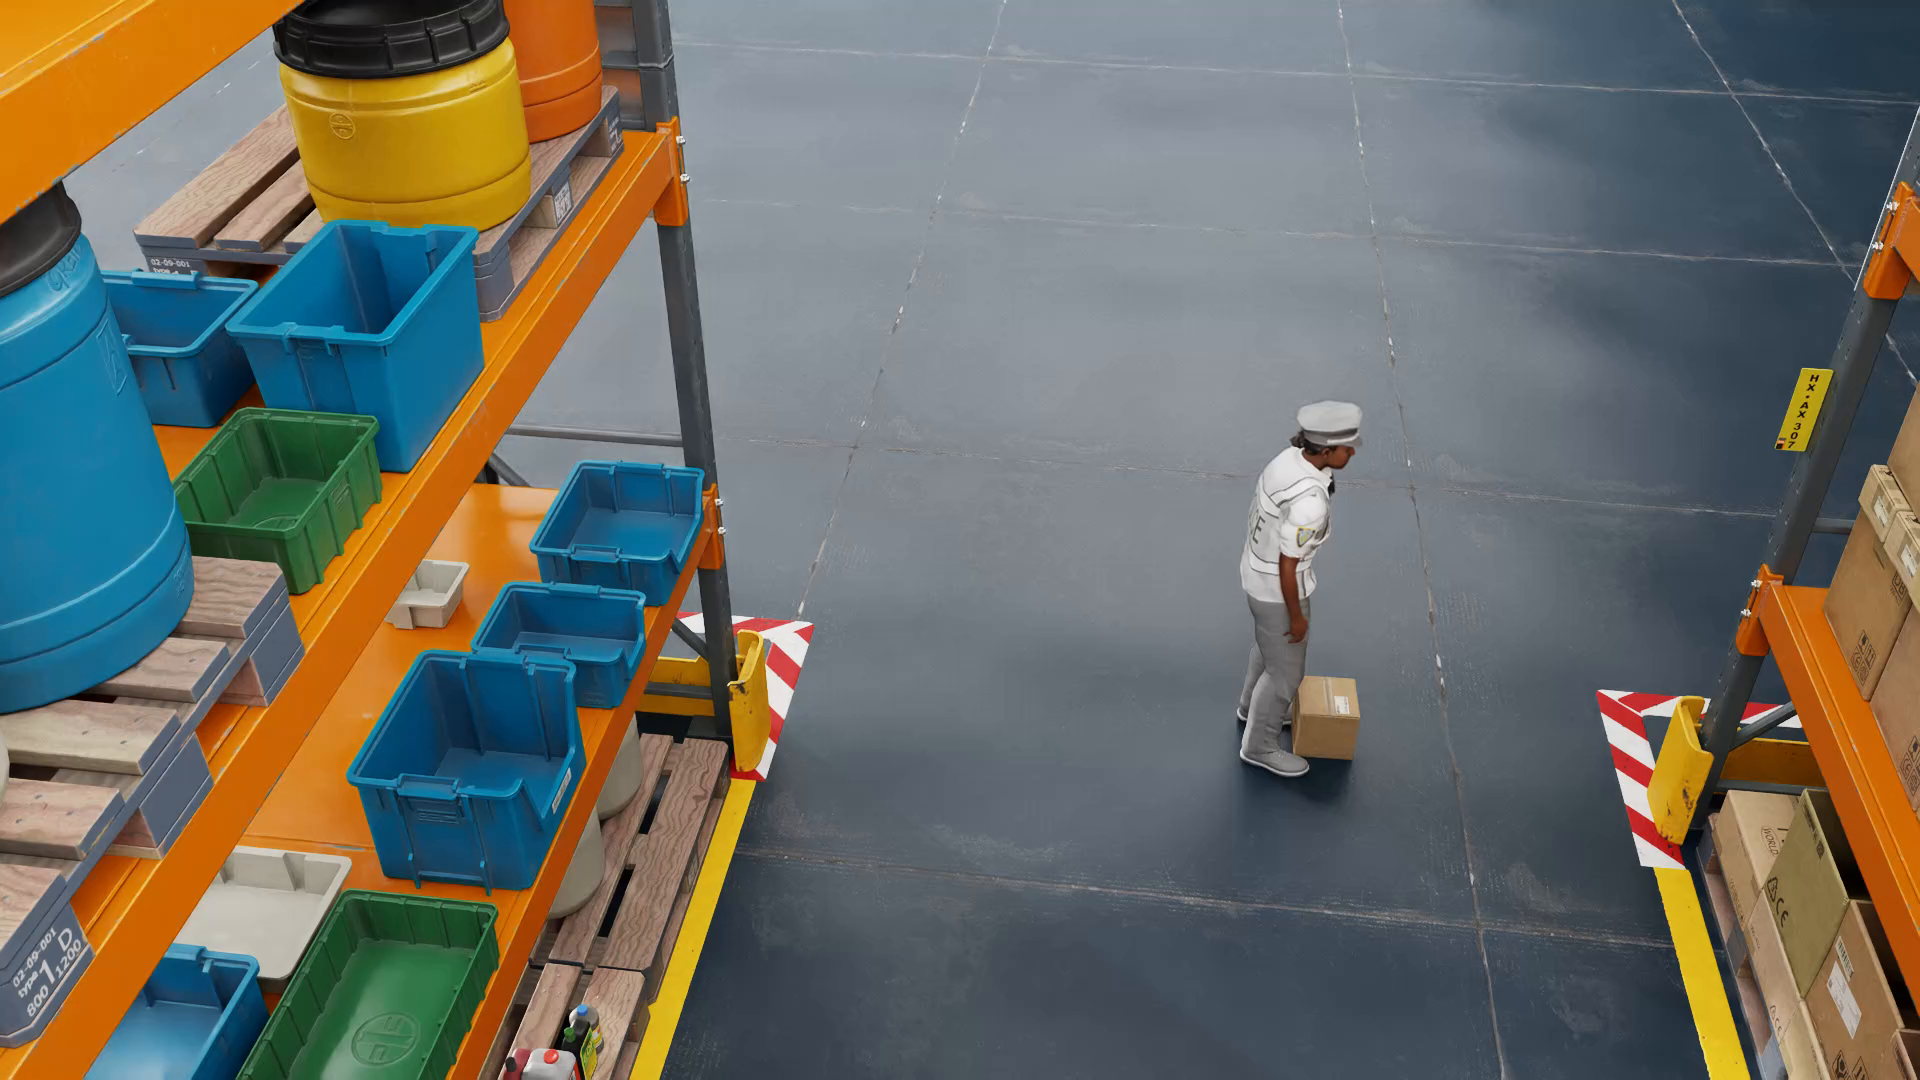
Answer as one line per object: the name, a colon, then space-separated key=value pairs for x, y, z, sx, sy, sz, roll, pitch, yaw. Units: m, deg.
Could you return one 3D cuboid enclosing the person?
person: x=1.345 y=0.189 z=6.784 sx=0.400 sy=1.657 sz=0.515 roll=4 pitch=37 yaw=5
